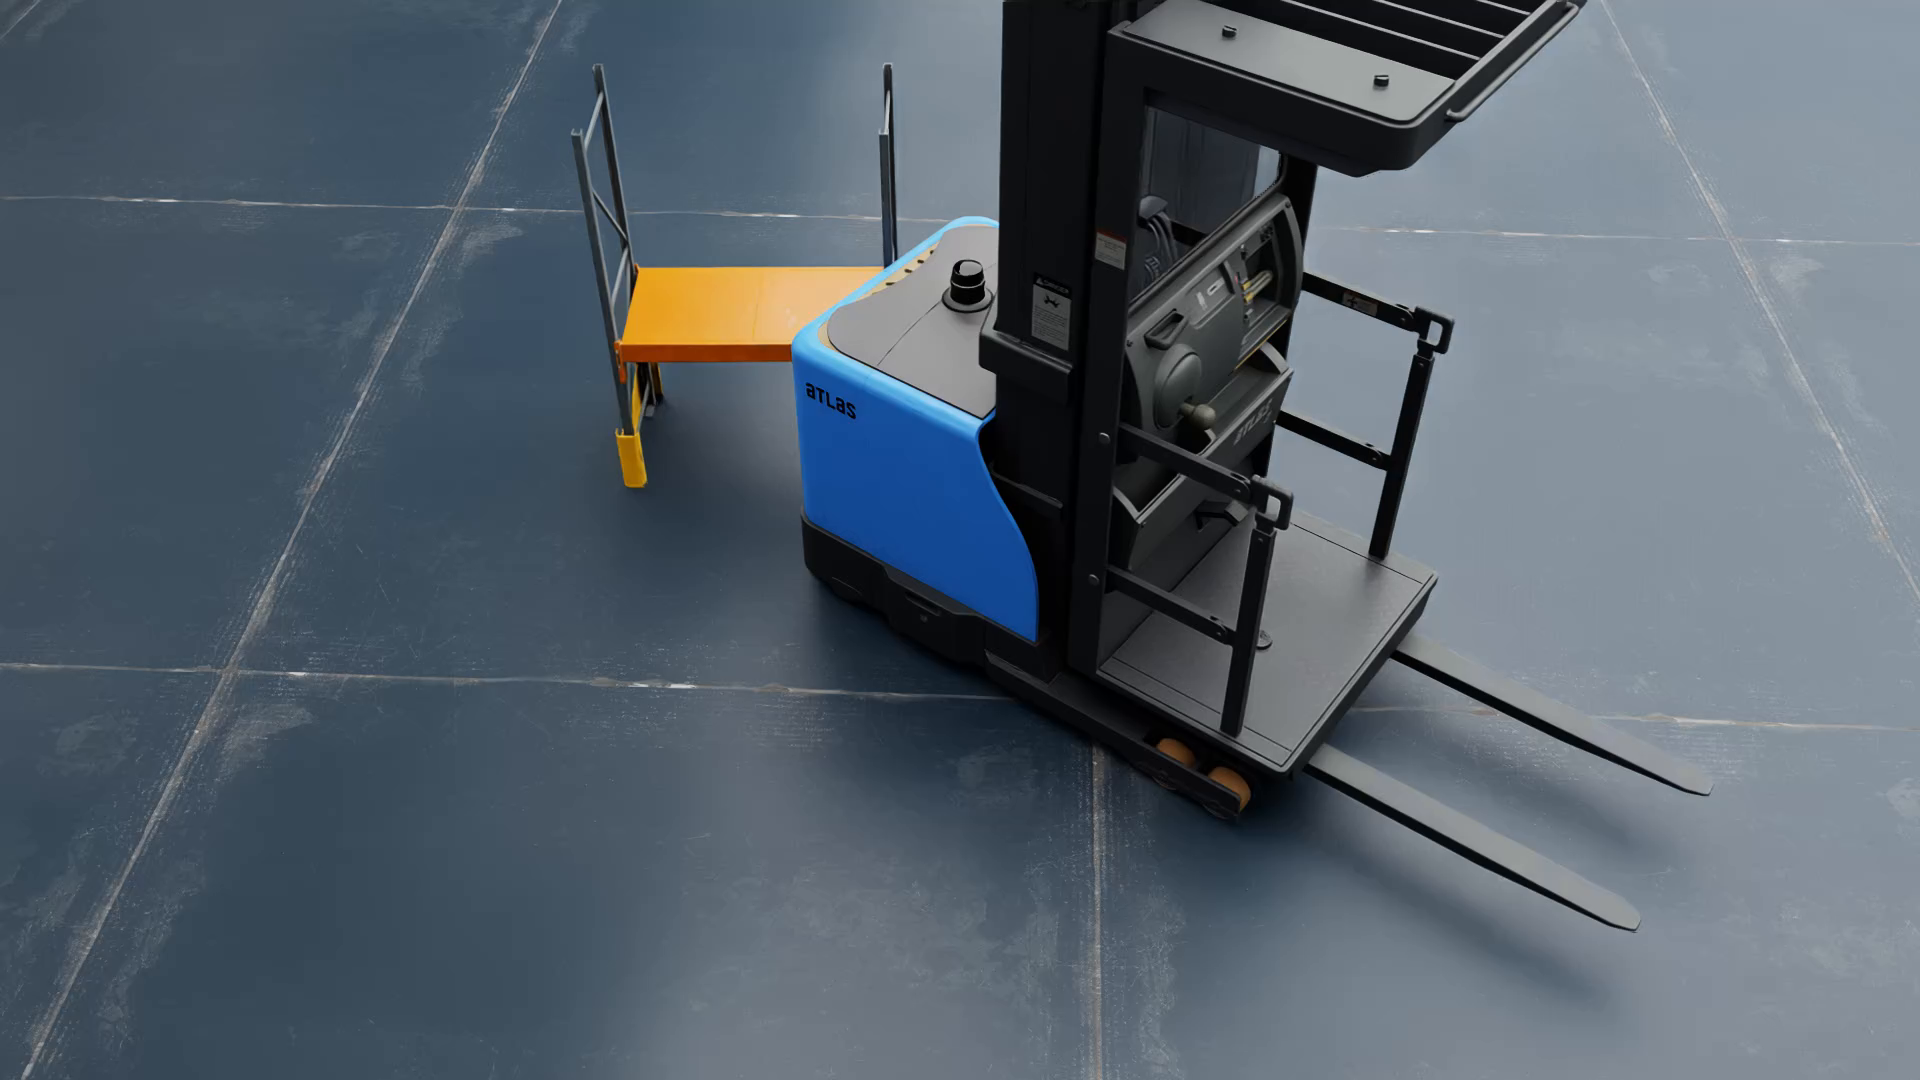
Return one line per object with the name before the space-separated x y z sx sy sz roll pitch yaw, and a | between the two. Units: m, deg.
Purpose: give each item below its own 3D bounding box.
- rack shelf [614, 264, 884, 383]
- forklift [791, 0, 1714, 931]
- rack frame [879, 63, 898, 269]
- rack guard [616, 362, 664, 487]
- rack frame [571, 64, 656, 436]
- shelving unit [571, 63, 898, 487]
rack shelf | -0.761 -0.825 6.300 1.000 0.185 0.538 0 43 0
forklift | 0.915 -0.601 4.745 3.031 2.935 1.130 27 49 26
rack frame | -0.253 -0.958 6.179 0.032 1.500 0.500 0 43 0
rack guard | -1.268 -0.498 6.601 0.087 0.250 0.587 0 43 0
rack frame | -1.269 -0.955 6.175 0.032 1.500 0.500 0 43 0
shelving unit | -0.770 -0.957 6.177 1.083 1.500 0.587 0 43 0
